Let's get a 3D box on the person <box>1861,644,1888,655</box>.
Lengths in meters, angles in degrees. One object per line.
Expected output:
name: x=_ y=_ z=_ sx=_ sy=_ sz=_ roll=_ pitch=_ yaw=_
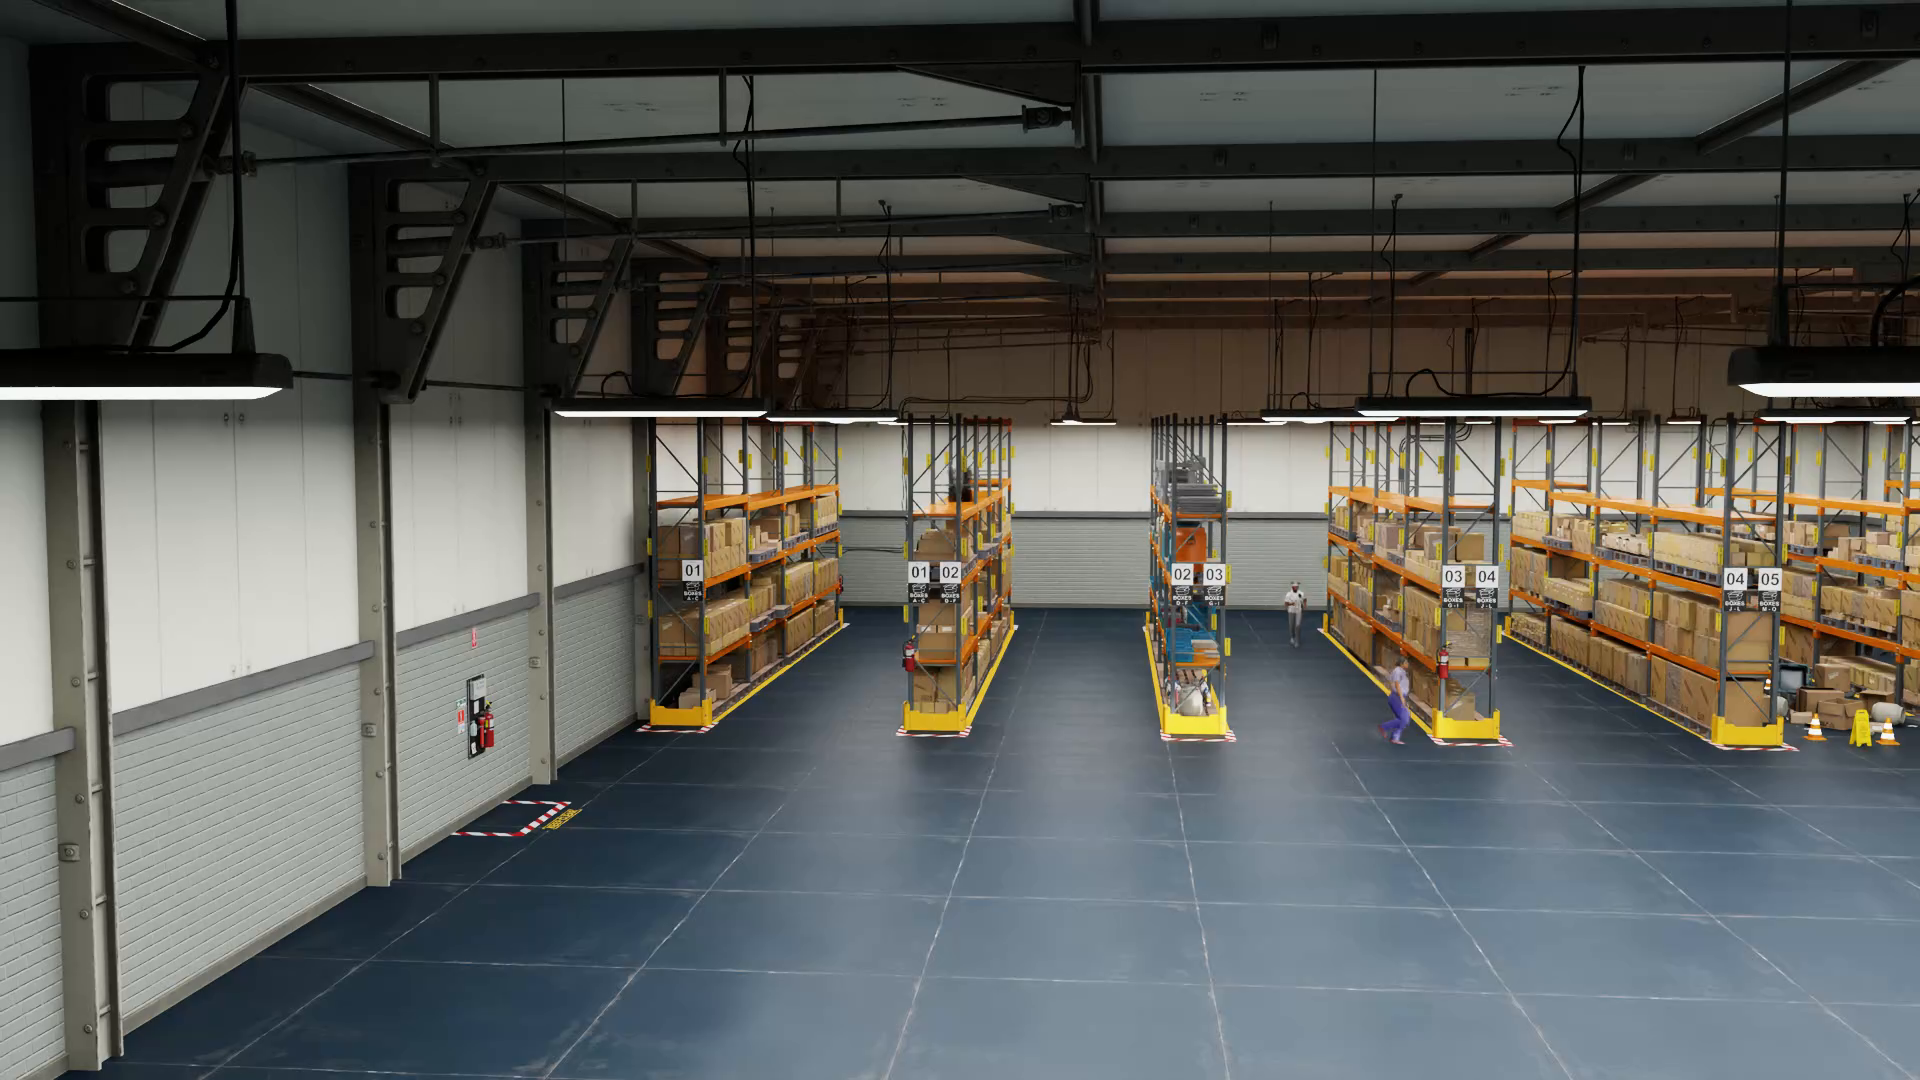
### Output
person: x=23.006 y=2.054 z=41.754 sx=0.707 sy=1.731 sz=0.848 roll=-1 pitch=4 yaw=-15

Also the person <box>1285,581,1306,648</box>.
person: x=8.803 y=1.943 z=43.654 sx=0.552 sy=1.749 sz=0.848 roll=1 pitch=4 yaw=13

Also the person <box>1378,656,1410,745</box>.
person: x=7.853 y=2.909 z=30.114 sx=0.549 sy=1.613 sz=0.656 roll=1 pitch=4 yaw=14
